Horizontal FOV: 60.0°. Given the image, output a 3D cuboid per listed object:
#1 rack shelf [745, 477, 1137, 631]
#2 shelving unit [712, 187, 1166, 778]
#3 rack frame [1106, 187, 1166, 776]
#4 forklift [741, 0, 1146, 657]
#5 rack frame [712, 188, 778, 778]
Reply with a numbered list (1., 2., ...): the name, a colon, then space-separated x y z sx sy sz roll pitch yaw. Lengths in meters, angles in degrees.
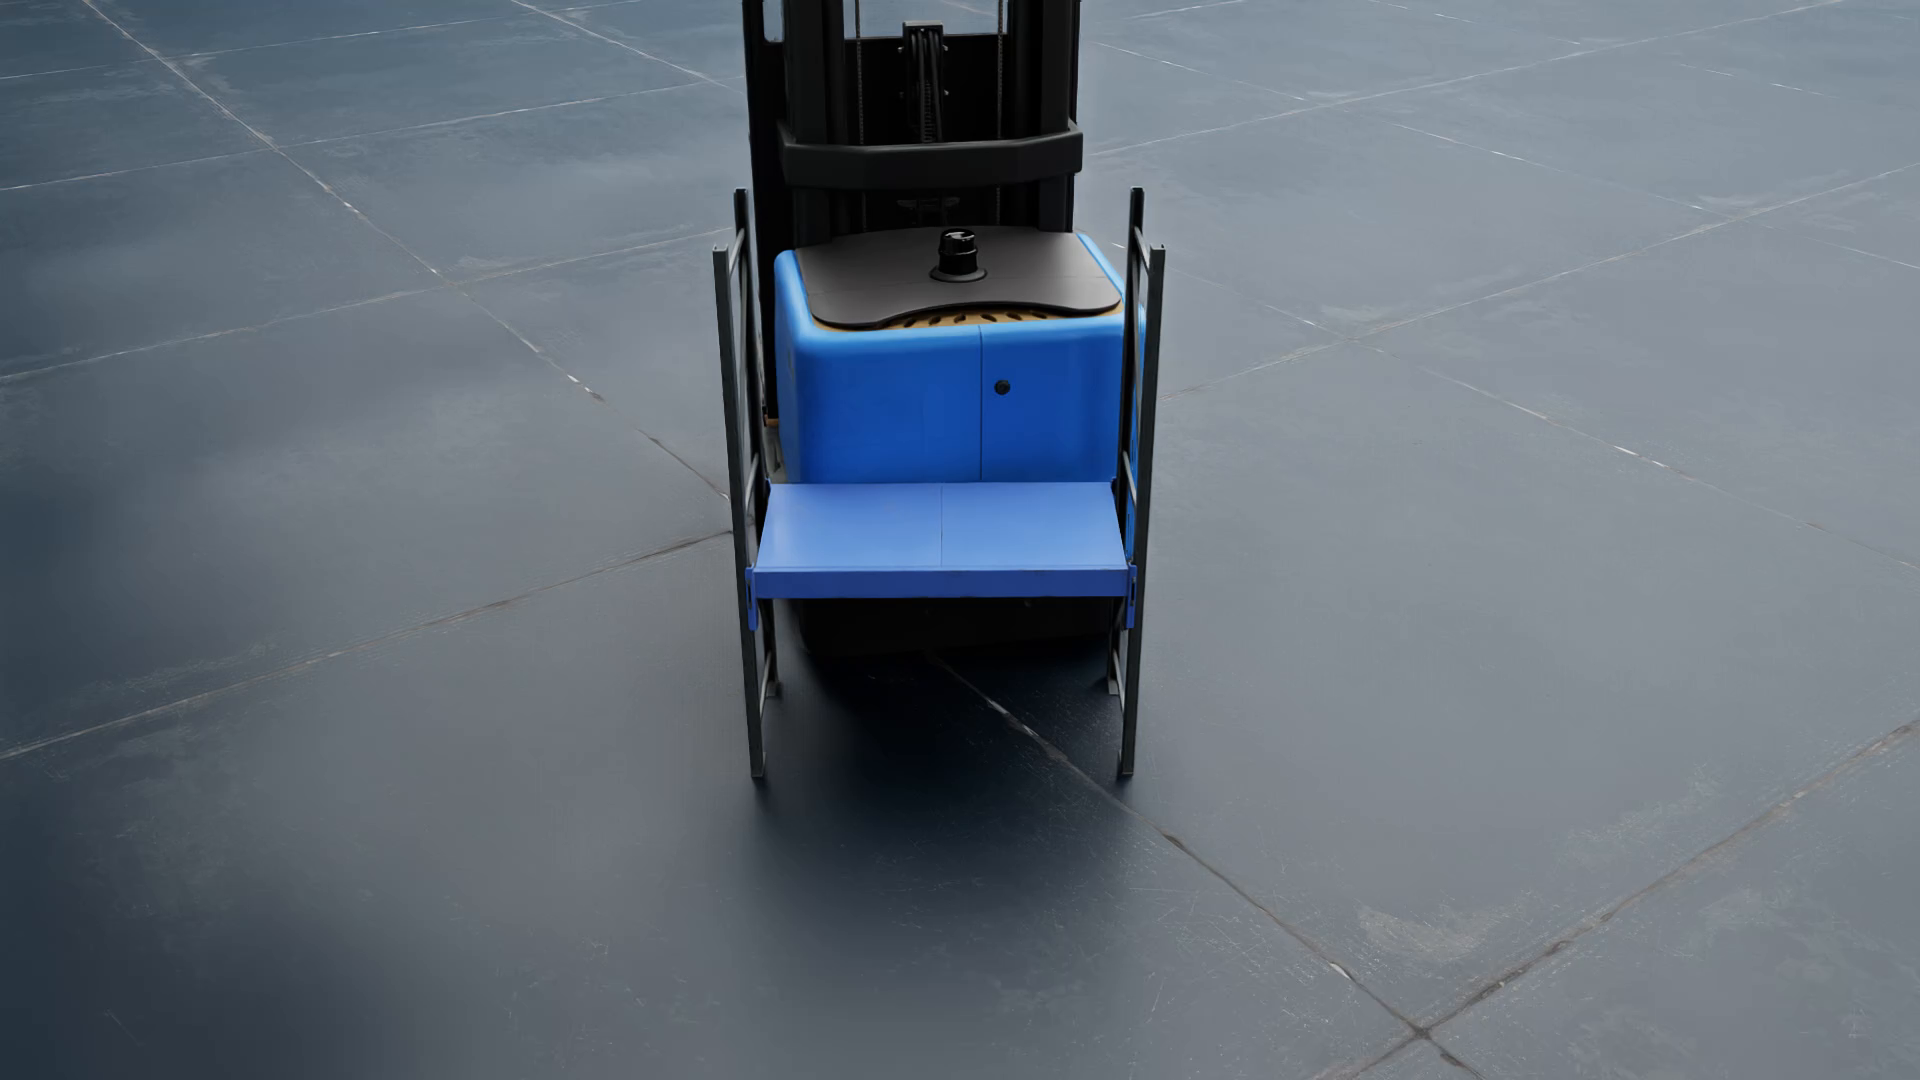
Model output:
1. rack shelf: -0.051 0.029 4.502 1.000 0.185 0.538 0 29 -1
2. shelving unit: -0.051 -0.129 4.416 1.048 1.500 0.538 0 29 -1
3. rack frame: 0.458 -0.132 4.422 0.032 1.500 0.500 0 29 -1
4. forklift: -0.198 -1.621 5.664 1.130 2.935 3.031 -5 29 -9
5. rack frame: -0.559 -0.126 4.411 0.032 1.500 0.500 0 29 -1
